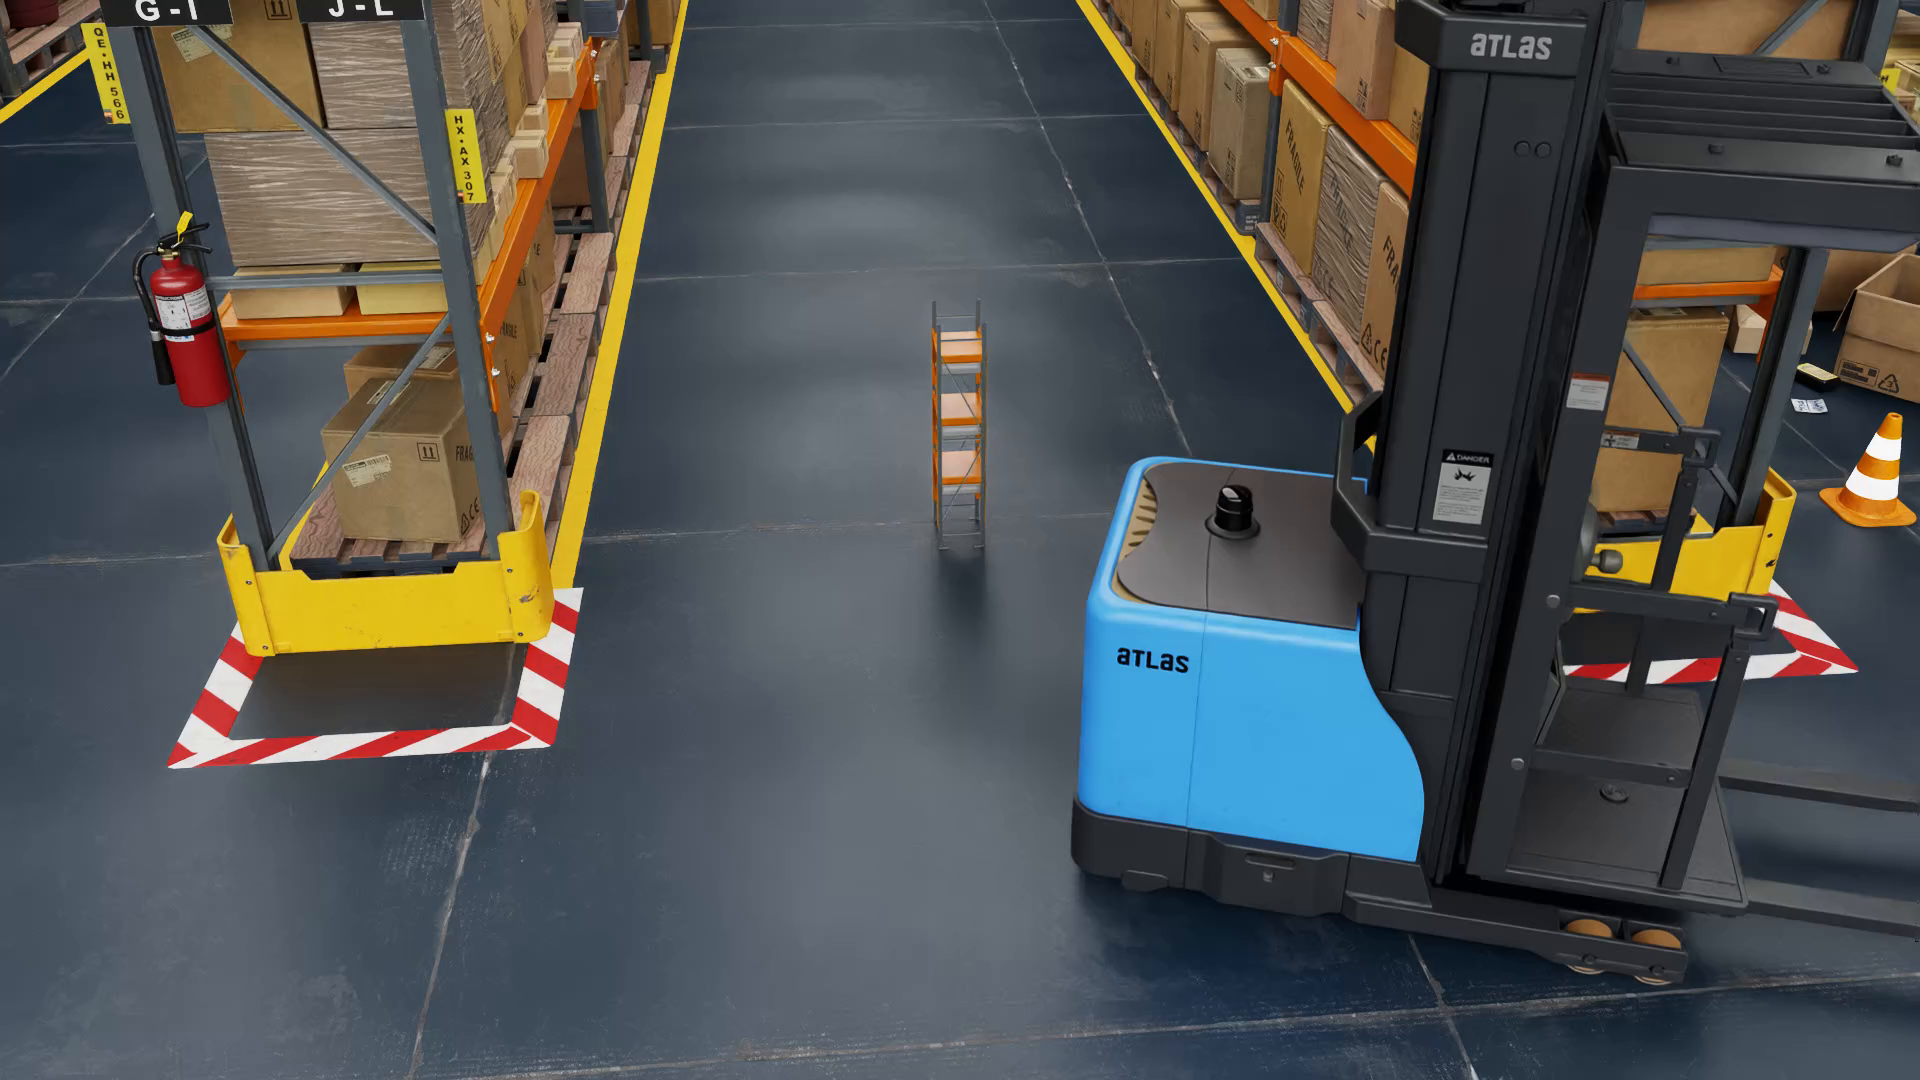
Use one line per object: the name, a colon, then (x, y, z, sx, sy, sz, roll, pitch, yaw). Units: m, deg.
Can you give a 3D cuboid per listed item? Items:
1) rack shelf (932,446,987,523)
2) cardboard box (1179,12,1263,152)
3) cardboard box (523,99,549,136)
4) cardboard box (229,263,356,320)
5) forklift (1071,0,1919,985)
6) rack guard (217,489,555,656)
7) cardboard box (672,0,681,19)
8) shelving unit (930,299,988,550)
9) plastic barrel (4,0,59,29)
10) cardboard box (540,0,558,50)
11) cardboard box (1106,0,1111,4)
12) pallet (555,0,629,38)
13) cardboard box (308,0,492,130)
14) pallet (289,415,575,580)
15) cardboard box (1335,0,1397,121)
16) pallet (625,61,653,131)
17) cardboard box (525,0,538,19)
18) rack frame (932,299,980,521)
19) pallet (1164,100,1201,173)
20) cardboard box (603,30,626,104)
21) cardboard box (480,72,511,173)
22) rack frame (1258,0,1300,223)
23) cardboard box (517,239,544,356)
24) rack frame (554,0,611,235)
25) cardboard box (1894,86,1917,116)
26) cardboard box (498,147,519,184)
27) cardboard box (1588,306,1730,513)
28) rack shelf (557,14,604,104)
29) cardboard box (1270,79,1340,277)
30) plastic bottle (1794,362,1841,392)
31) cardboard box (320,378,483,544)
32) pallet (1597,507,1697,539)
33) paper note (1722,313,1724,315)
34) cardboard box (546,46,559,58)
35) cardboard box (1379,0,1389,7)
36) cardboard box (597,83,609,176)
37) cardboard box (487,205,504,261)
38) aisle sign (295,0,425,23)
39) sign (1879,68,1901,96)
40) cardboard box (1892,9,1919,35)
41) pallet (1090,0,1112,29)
rack shelf: (-0.005, -0.230, 7.174, 0.215, 0.259, 0.240, -3, 31, -5)
cardboard box: (2.114, -3.156, 11.393, 1.050, 0.750, 0.750, -3, 31, -5)
cardboard box: (-2.162, -1.980, 7.885, 0.380, 0.149, 0.250, -3, 31, -5)
cardboard box: (-2.459, -0.936, 6.136, 0.380, 0.149, 0.250, -3, 31, -5)
forklift: (1.933, -0.220, 4.760, 3.031, 2.935, 1.130, 7, 32, 11)
rack guard: (-2.234, 0.126, 6.551, 1.175, 0.500, 0.348, -3, 31, -5)
cardboard box: (-3.093, -5.069, 14.474, 1.225, 0.875, 0.875, -3, 31, -4)
shelving unit: (-0.005, -0.478, 7.027, 0.215, 1.050, 0.252, -3, 31, -5)
plastic barrel: (-8.073, -4.726, 14.178, 0.600, 0.588, 0.708, -3, 31, -5)
cardboard box: (-2.620, -2.888, 8.772, 0.875, 0.500, 0.500, -3, 31, -5)
cardboard box: (1.542, -5.143, 14.964, 0.500, 0.500, 0.500, -4, 31, -7)
pallet: (-2.527, -3.265, 9.978, 1.003, 0.211, 1.213, -3, 31, -5)
cardboard box: (-2.006, -1.802, 5.978, 0.500, 0.500, 0.500, -3, 31, -5)
pallet: (-2.274, -0.166, 7.322, 1.003, 0.211, 1.213, -3, 31, -5)
cardboard box: (2.401, -2.452, 8.283, 0.875, 0.550, 0.550, -3, 31, -5)
pallet: (-2.902, -3.396, 12.730, 1.003, 0.211, 1.213, -3, 31, -5)
cardboard box: (-2.147, -2.567, 7.261, 0.500, 0.500, 0.500, -3, 31, -5)
rack frame: (-0.016, -0.540, 7.131, 0.200, 1.050, 0.008, -3, 31, -5)
pallet: (2.083, -2.954, 11.989, 1.003, 0.211, 1.213, -3, 31, -5)
cardboard box: (-2.827, -3.484, 12.167, 0.700, 0.500, 0.500, -5, 31, -9)
cardboard box: (-2.420, -1.868, 7.064, 0.875, 0.500, 0.500, -3, 31, -5)
rack frame: (2.348, -3.136, 9.575, 1.000, 3.000, 0.127, -3, 31, -5)
cardboard box: (-2.405, -1.246, 8.439, 0.500, 0.500, 0.500, -5, 31, -9)
rack frame: (-2.600, -2.950, 9.264, 1.000, 3.000, 0.127, -3, 31, -5)
cardboard box: (5.497, -2.576, 10.337, 0.500, 0.500, 0.500, -3, 31, -5)
cardboard box: (-2.139, -1.595, 7.240, 0.380, 0.149, 0.250, -3, 31, -5)
cardboard box: (2.592, -0.705, 7.168, 0.875, 0.875, 0.875, -3, 31, -4)
rack shelf: (-2.787, -3.662, 11.158, 1.077, 0.370, 4.000, -3, 31, -5)
cardboard box: (2.337, -2.080, 9.469, 0.875, 0.875, 0.875, -2, 31, -4)
plastic bottle: (4.403, -0.858, 8.627, 0.133, 0.061, 0.283, -14, 33, -22)
cardboard box: (-2.268, -0.335, 6.913, 0.500, 0.500, 0.500, 3, 31, 5)
pallet: (2.569, -0.301, 7.549, 1.003, 0.211, 1.213, -3, 31, -5)
paper note: (4.296, -1.252, 9.325, 0.172, 0.023, 0.155, 8, 32, 13)
cardboard box: (-2.310, -2.488, 8.735, 0.380, 0.149, 0.250, -3, 31, -5)
cardboard box: (2.429, -2.917, 8.008, 0.875, 0.550, 0.550, -3, 31, -5)
cardboard box: (-2.662, -2.625, 10.728, 0.700, 0.500, 0.500, -3, 31, -5)
cardboard box: (-2.028, -1.214, 6.602, 0.380, 0.149, 0.250, -3, 31, -5)
aisle sign: (-1.922, -2.007, 5.149, 0.394, 0.787, 0.004, -3, 31, -5)
sign: (3.274, -1.523, 5.953, 0.100, 0.325, 0.005, -3, 31, -5)
cardboard box: (7.013, -3.854, 12.930, 0.950, 0.372, 0.625, -3, 31, -6)
pallet: (1.791, -5.002, 15.418, 1.003, 0.211, 1.213, -3, 31, -5)
